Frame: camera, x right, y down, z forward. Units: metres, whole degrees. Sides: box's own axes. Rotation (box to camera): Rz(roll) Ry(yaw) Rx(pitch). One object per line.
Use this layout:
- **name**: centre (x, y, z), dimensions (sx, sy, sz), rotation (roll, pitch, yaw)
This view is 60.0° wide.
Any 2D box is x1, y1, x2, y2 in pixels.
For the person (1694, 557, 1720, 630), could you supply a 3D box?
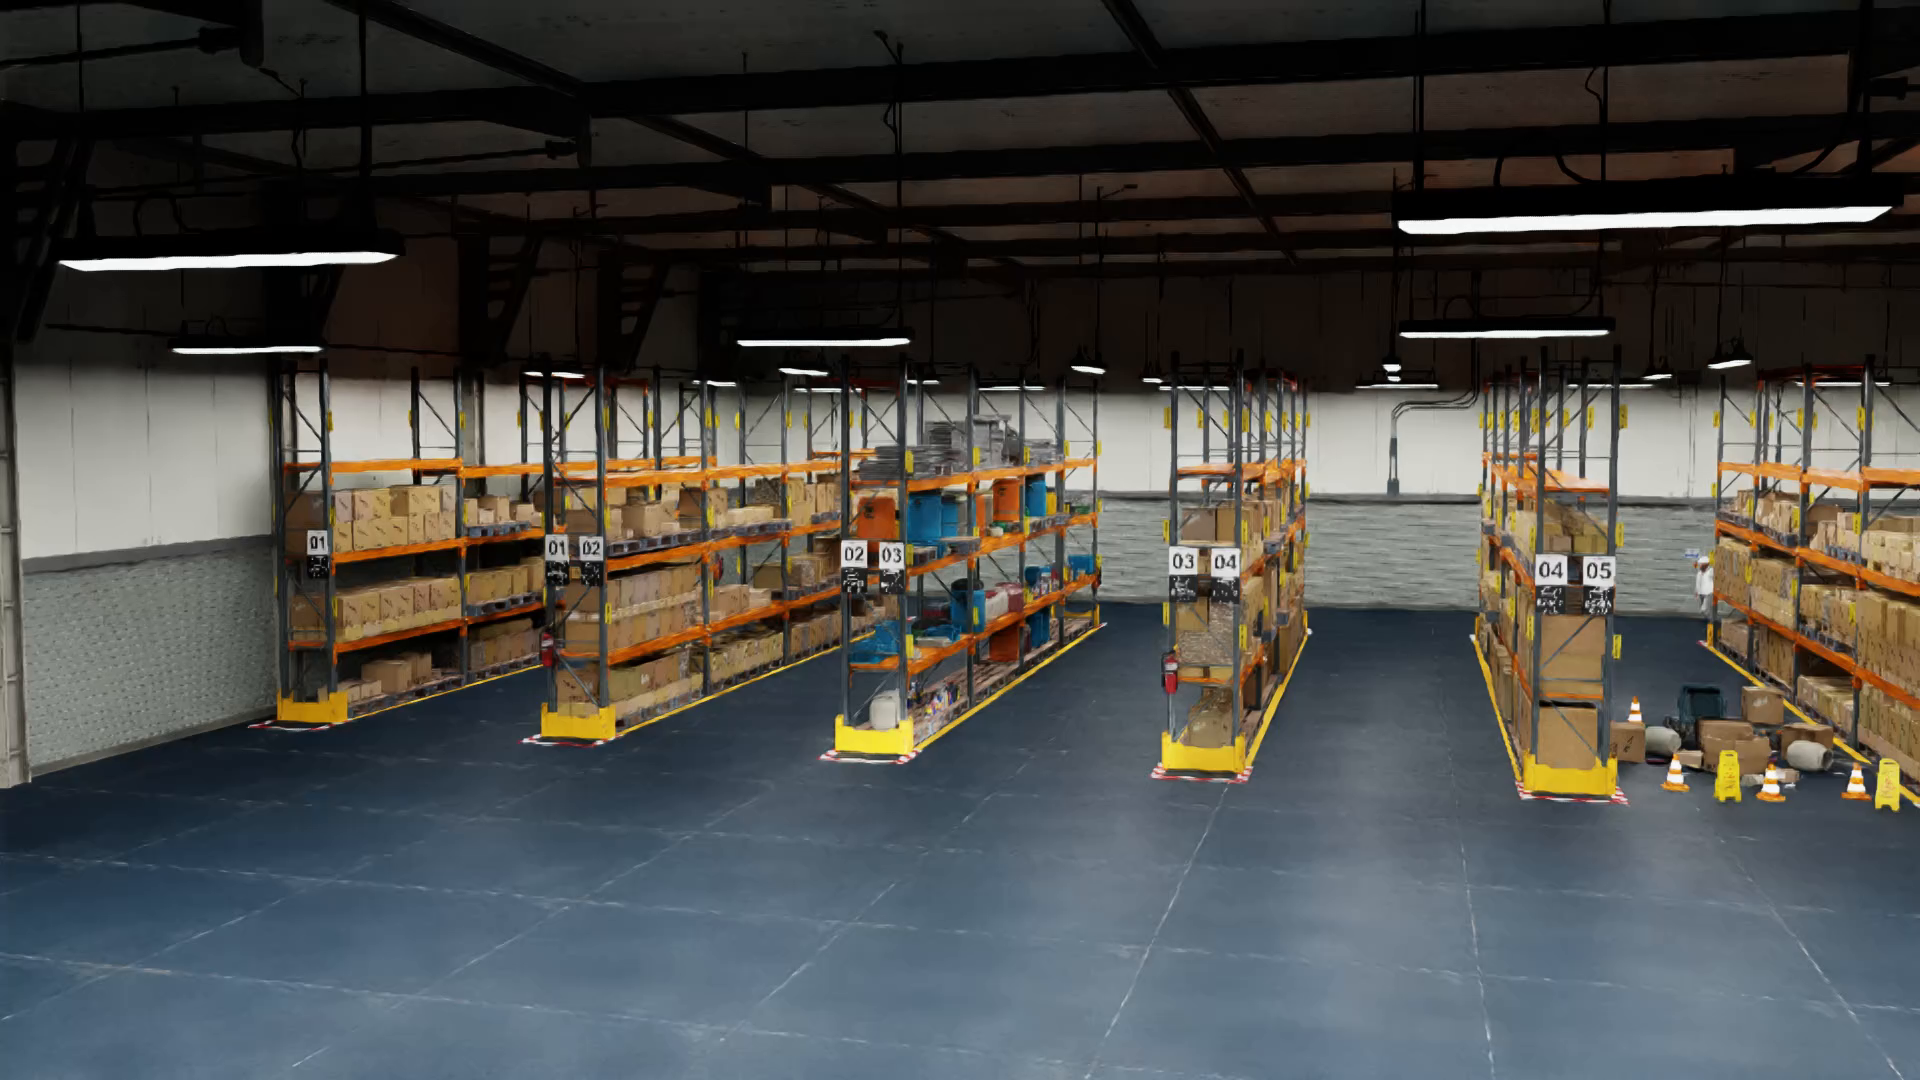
- **person**: centre (17.735, 1.273, 39.458), dimensions (0.499, 1.759, 0.640), rotation (-1, 4, -17)
